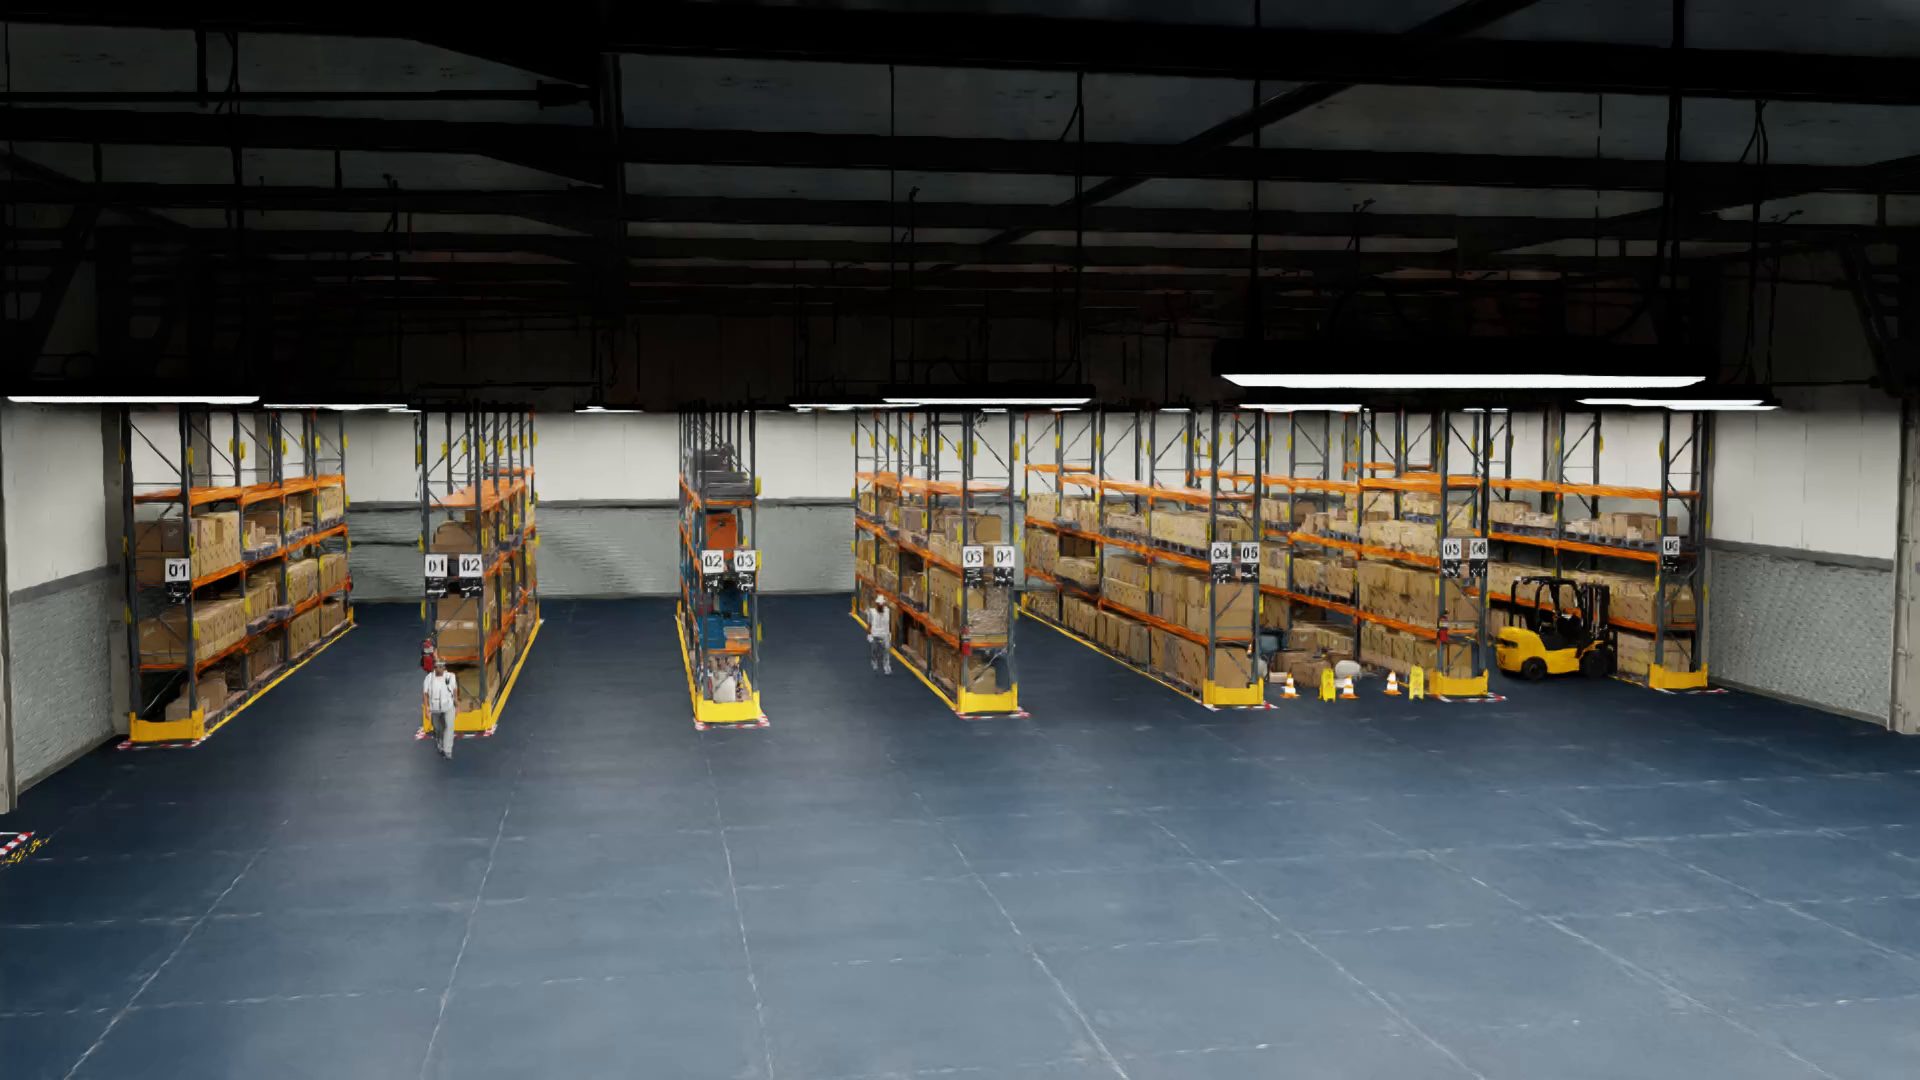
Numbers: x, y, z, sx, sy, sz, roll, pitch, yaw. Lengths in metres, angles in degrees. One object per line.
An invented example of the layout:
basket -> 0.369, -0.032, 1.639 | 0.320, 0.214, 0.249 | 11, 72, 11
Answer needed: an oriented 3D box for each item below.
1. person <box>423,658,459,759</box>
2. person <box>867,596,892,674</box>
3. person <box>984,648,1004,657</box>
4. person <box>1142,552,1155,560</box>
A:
person -> -8.665, 2.777, 27.722 | 0.542, 1.675, 1.126 | -1, 4, -9
person -> -1.778, 2.078, 36.844 | 0.566, 1.706, 1.122 | -1, 4, -8
person -> 0.870, 1.908, 39.162 | 0.677, 1.742, 0.551 | -1, 4, -12
person -> 5.677, 1.046, 50.211 | 0.398, 1.760, 0.652 | -4, 6, -40
